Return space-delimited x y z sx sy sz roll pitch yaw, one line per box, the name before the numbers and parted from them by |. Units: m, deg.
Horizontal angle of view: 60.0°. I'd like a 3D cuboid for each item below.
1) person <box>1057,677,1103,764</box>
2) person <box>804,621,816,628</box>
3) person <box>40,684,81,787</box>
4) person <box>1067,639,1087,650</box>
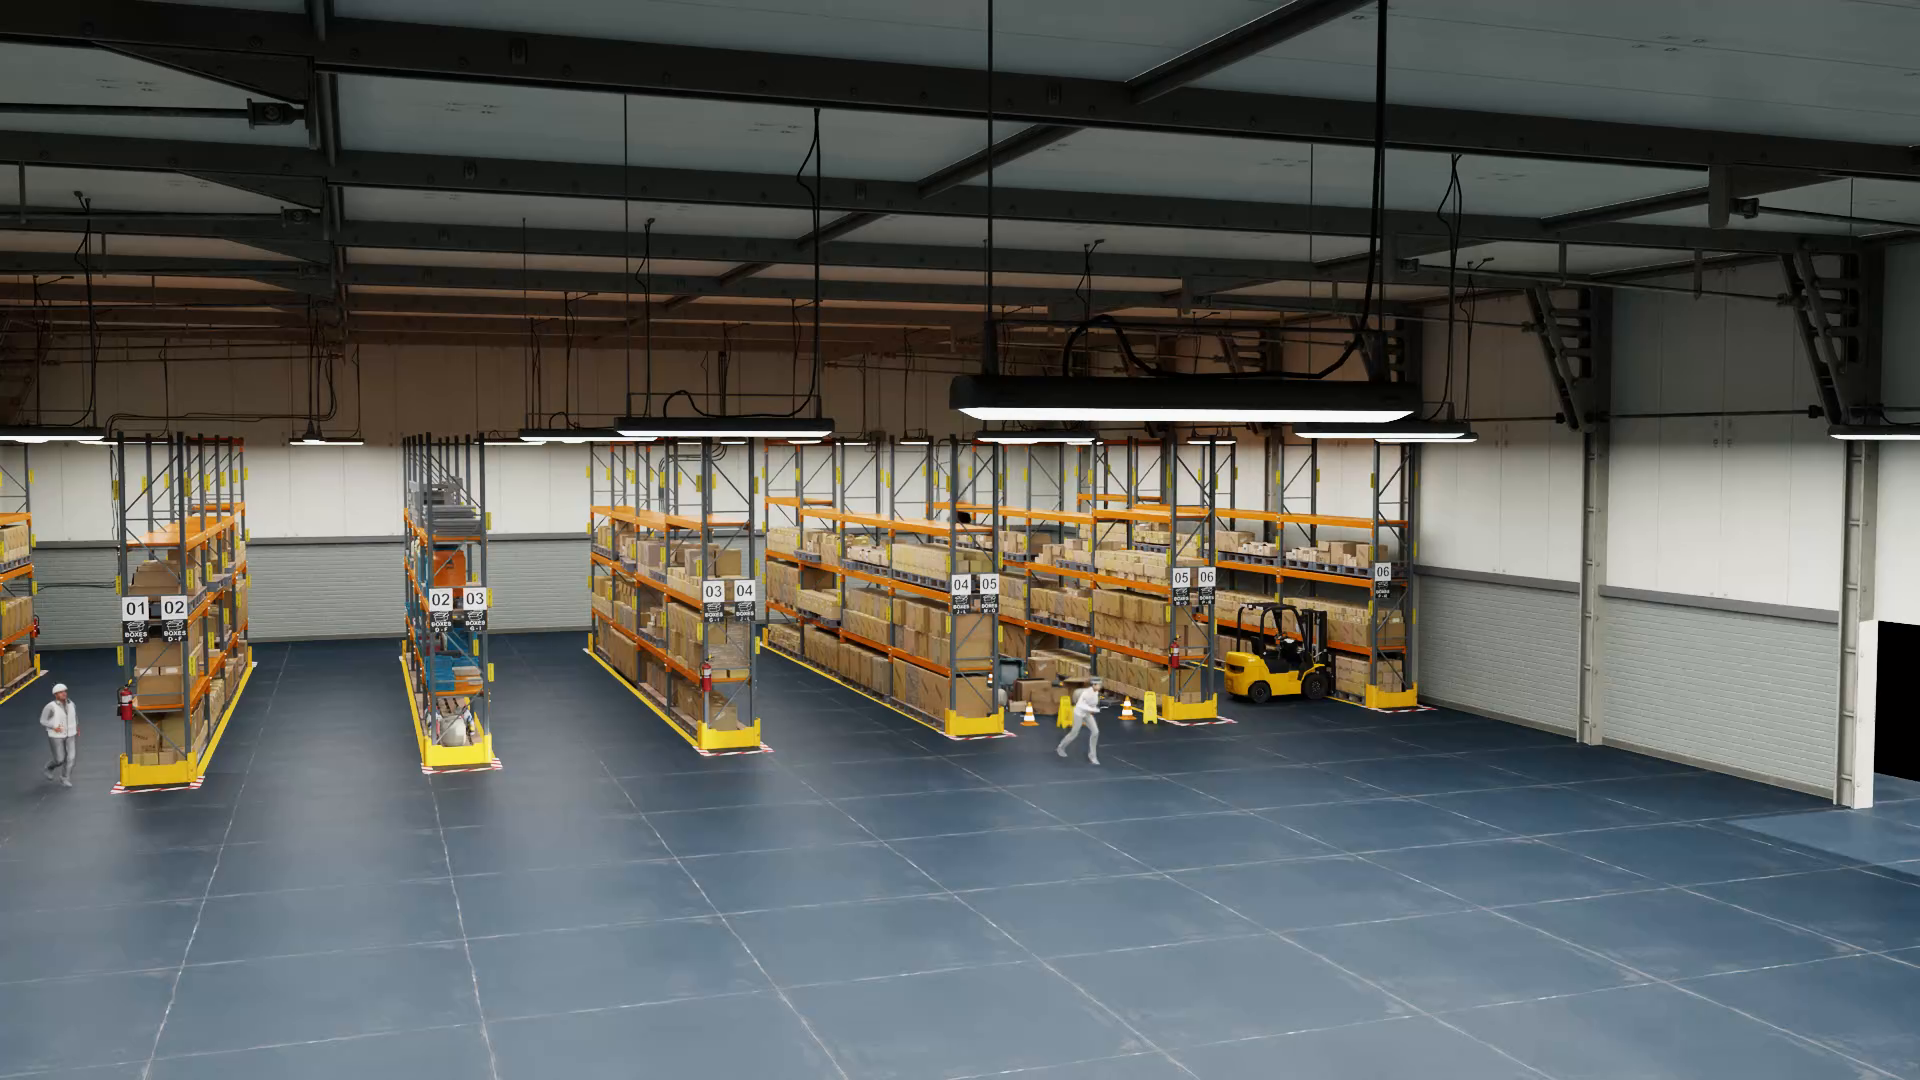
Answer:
person | 2.198 3.277 30.375 0.958 1.622 0.657 2 4 35
person | -4.533 2.151 49.851 0.670 1.748 0.906 1 3 16
person | -15.202 3.295 28.134 0.654 1.731 0.646 2 4 34
person | 3.312 2.281 47.045 0.526 1.730 0.801 -2 4 -28
